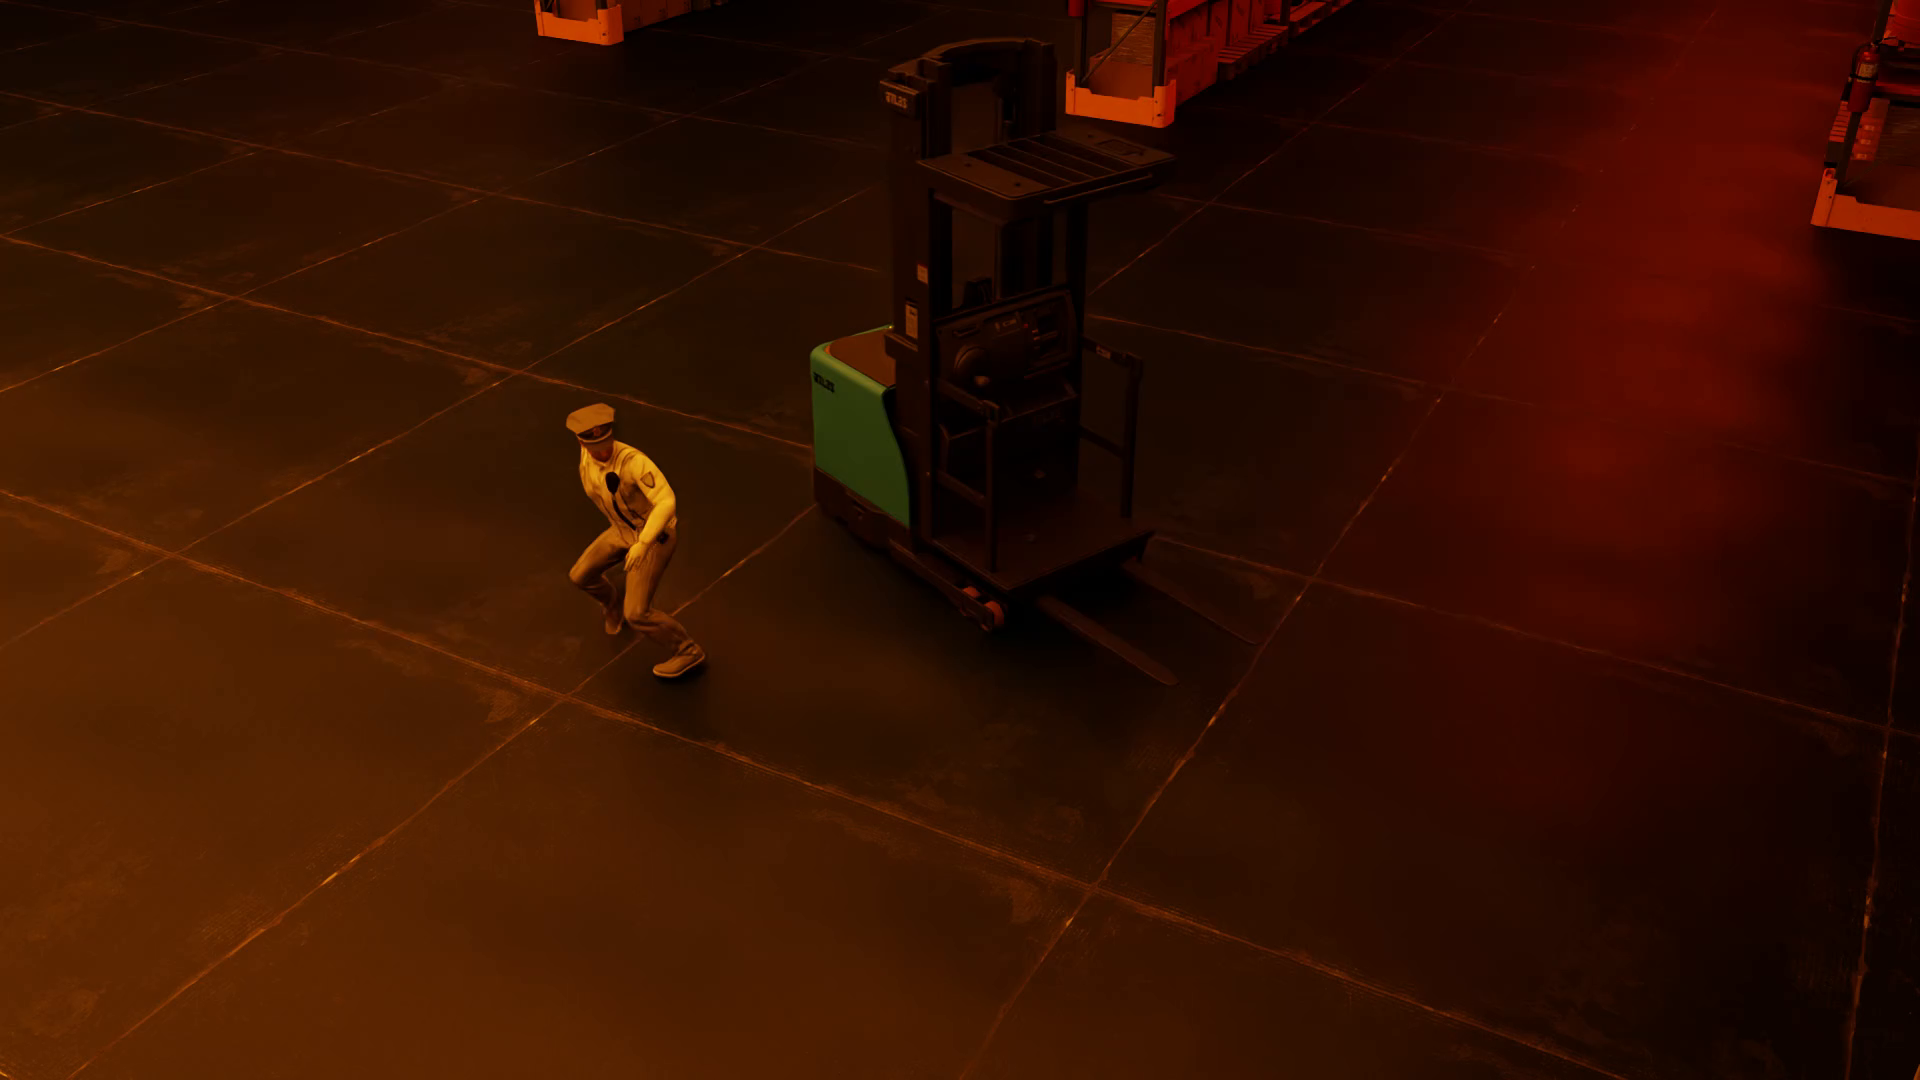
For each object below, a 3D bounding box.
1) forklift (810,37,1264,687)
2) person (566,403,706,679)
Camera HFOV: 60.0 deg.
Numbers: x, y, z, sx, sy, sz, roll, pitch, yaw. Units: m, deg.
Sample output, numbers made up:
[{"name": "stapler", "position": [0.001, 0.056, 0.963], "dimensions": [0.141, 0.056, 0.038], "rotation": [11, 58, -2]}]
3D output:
[{"name": "forklift", "position": [0.392, -1.047, 8.884], "dimensions": [1.130, 2.935, 3.031], "rotation": [-21, 36, -32]}, {"name": "person", "position": [-1.747, -0.005, 8.593], "dimensions": [0.500, 1.576, 0.942], "rotation": [-25, 39, -37]}]
